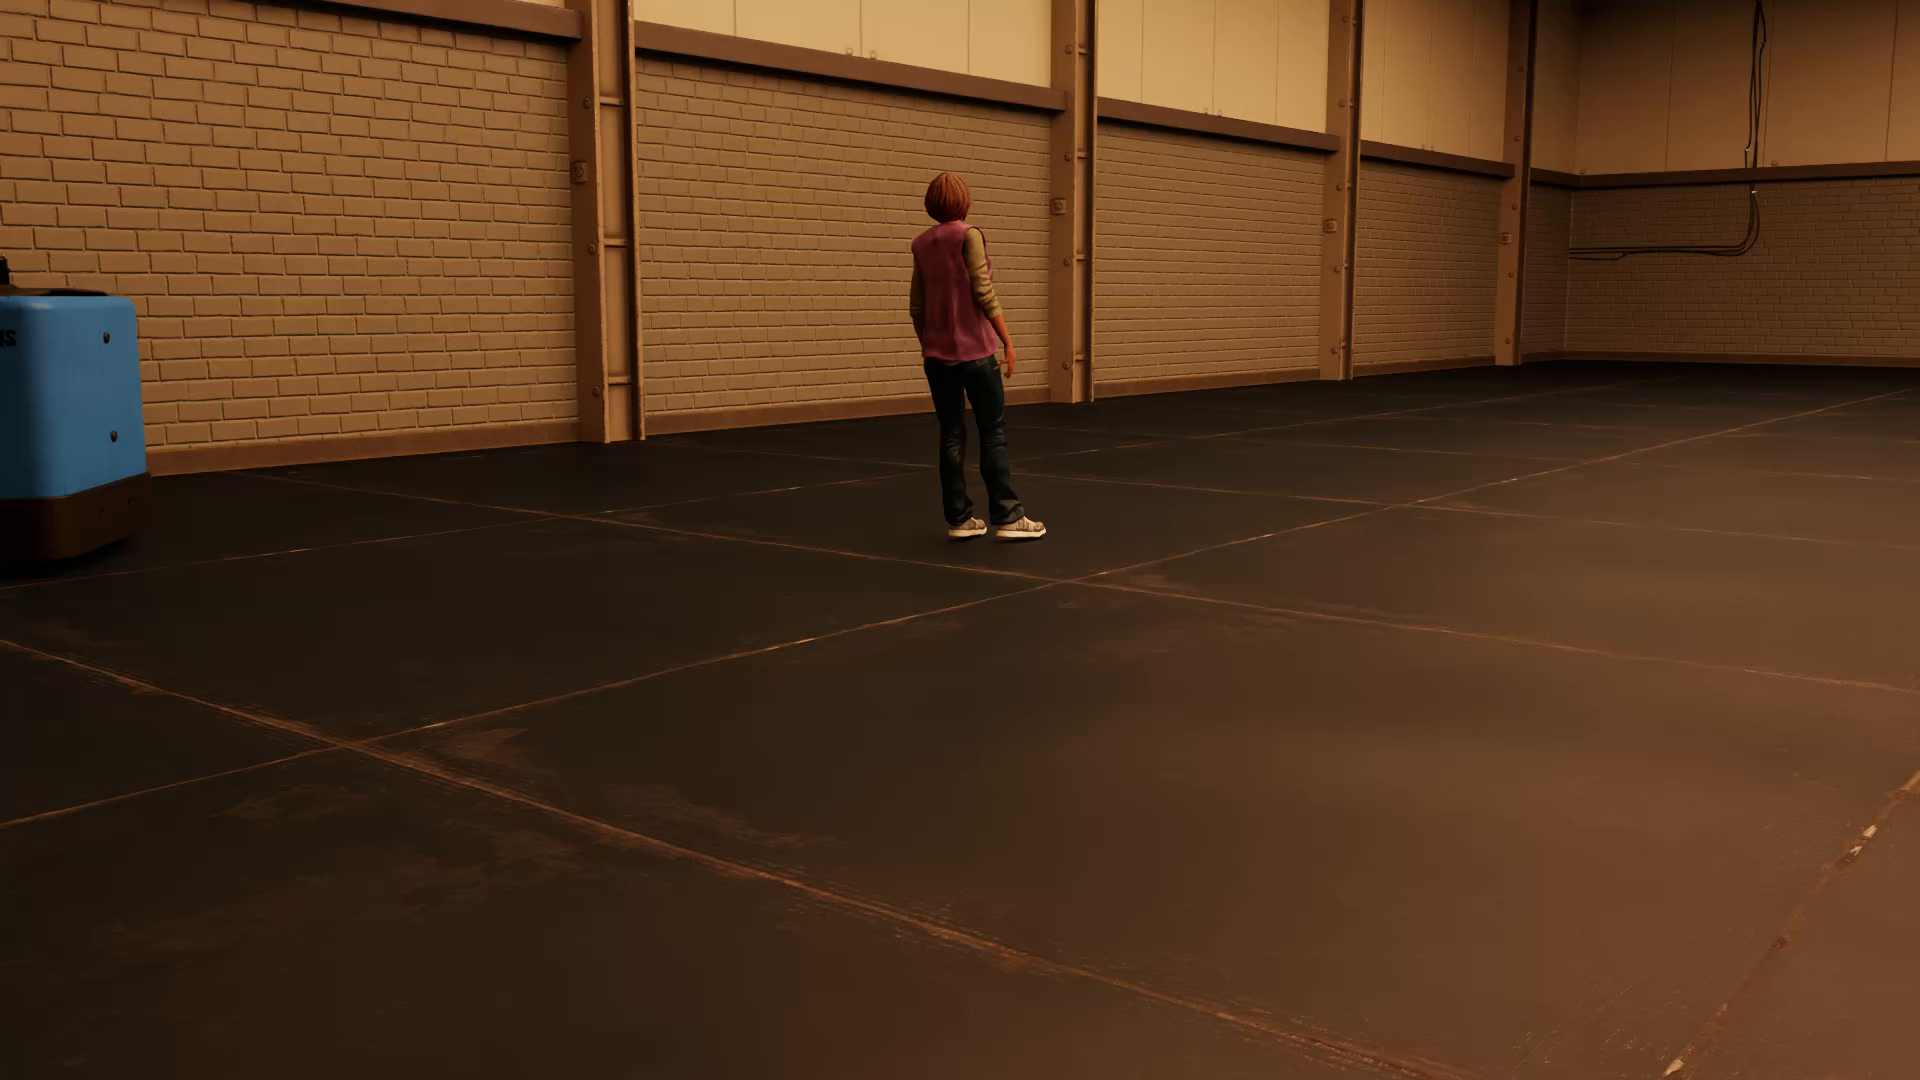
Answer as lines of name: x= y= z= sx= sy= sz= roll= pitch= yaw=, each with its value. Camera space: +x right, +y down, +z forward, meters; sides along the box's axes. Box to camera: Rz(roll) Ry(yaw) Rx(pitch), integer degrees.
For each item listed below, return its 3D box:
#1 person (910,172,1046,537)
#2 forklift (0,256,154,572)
person: x=0.057 y=-0.804 z=7.336 sx=0.520 sy=1.596 sz=0.476 roll=7 pitch=11 yaw=38
forklift: x=-4.993 y=-1.349 z=6.500 sx=3.031 sy=2.935 sz=1.130 roll=-1 pitch=8 yaw=-7
